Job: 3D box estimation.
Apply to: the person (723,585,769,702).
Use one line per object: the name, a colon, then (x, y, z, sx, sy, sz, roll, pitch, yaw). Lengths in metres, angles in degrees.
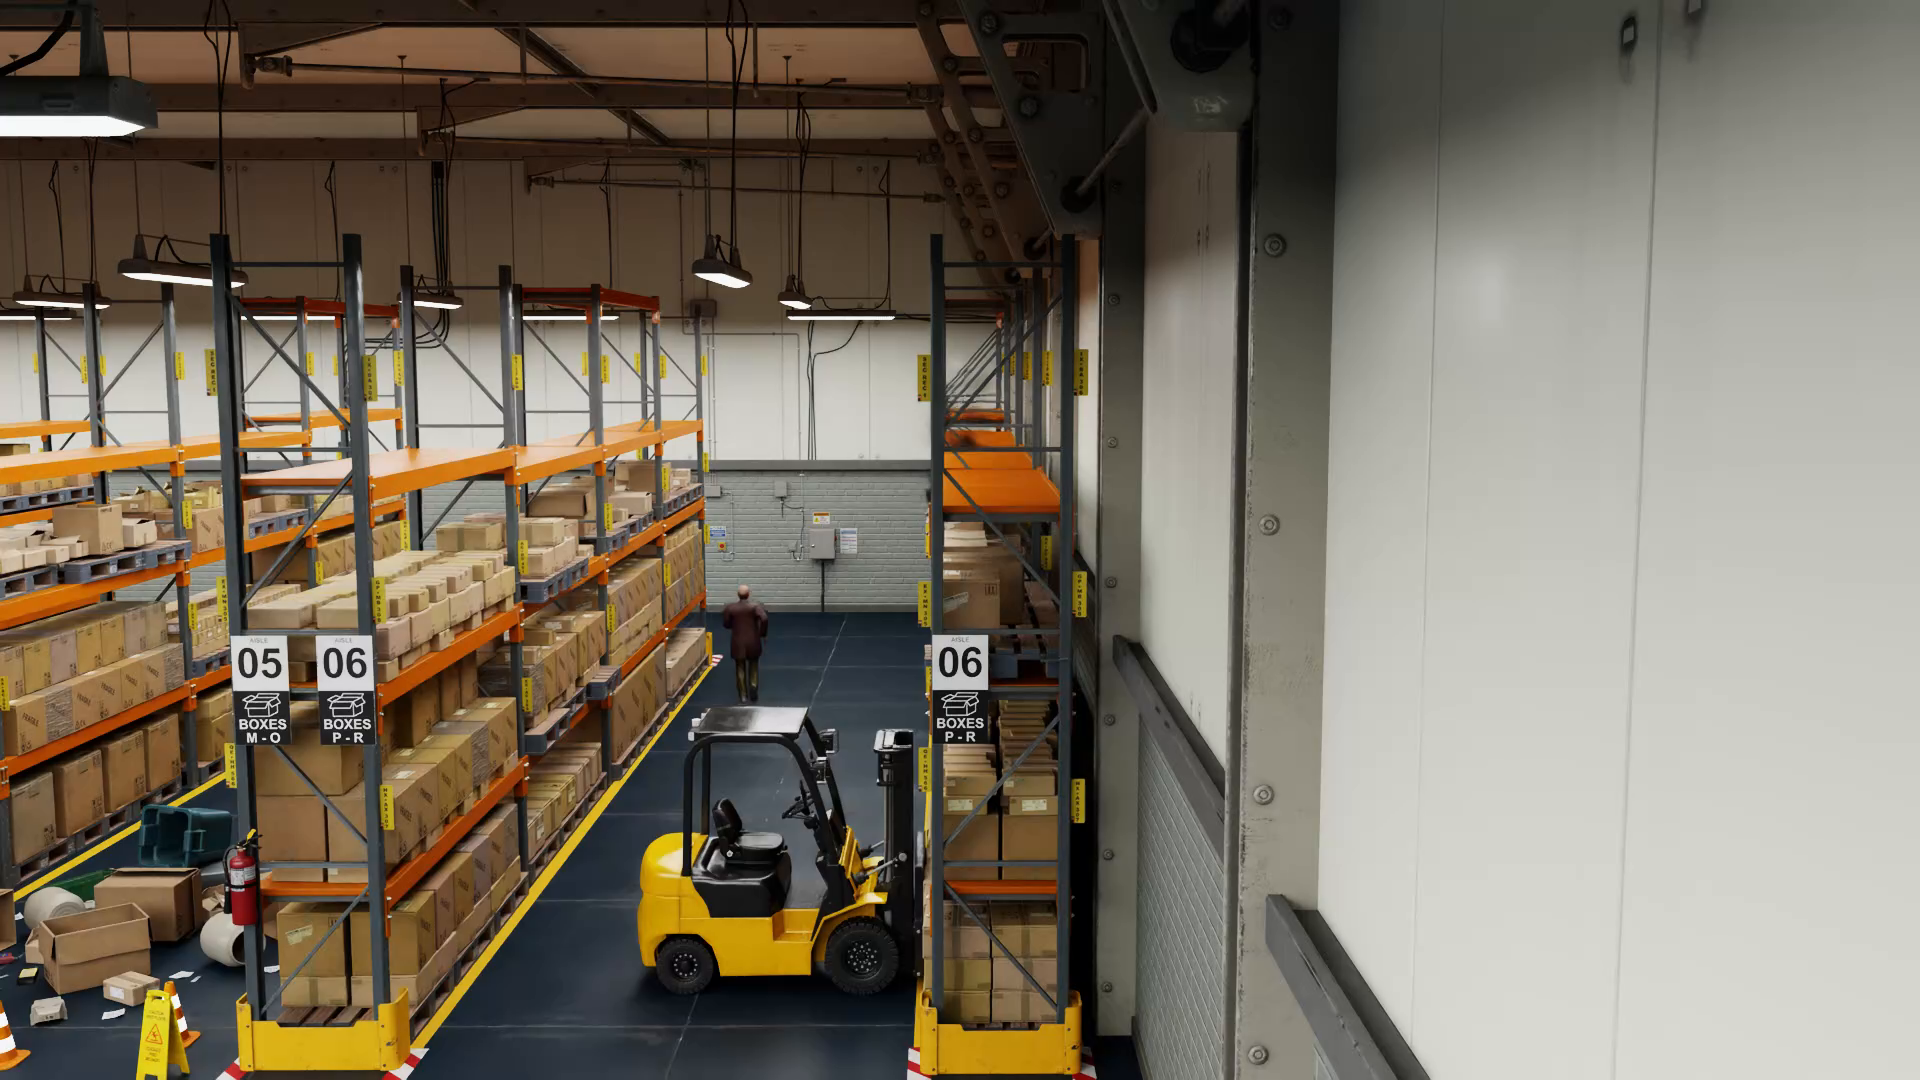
person: (-3.194, 1.548, 24.846, 0.675, 1.790, 0.702, -1, 6, -7)
